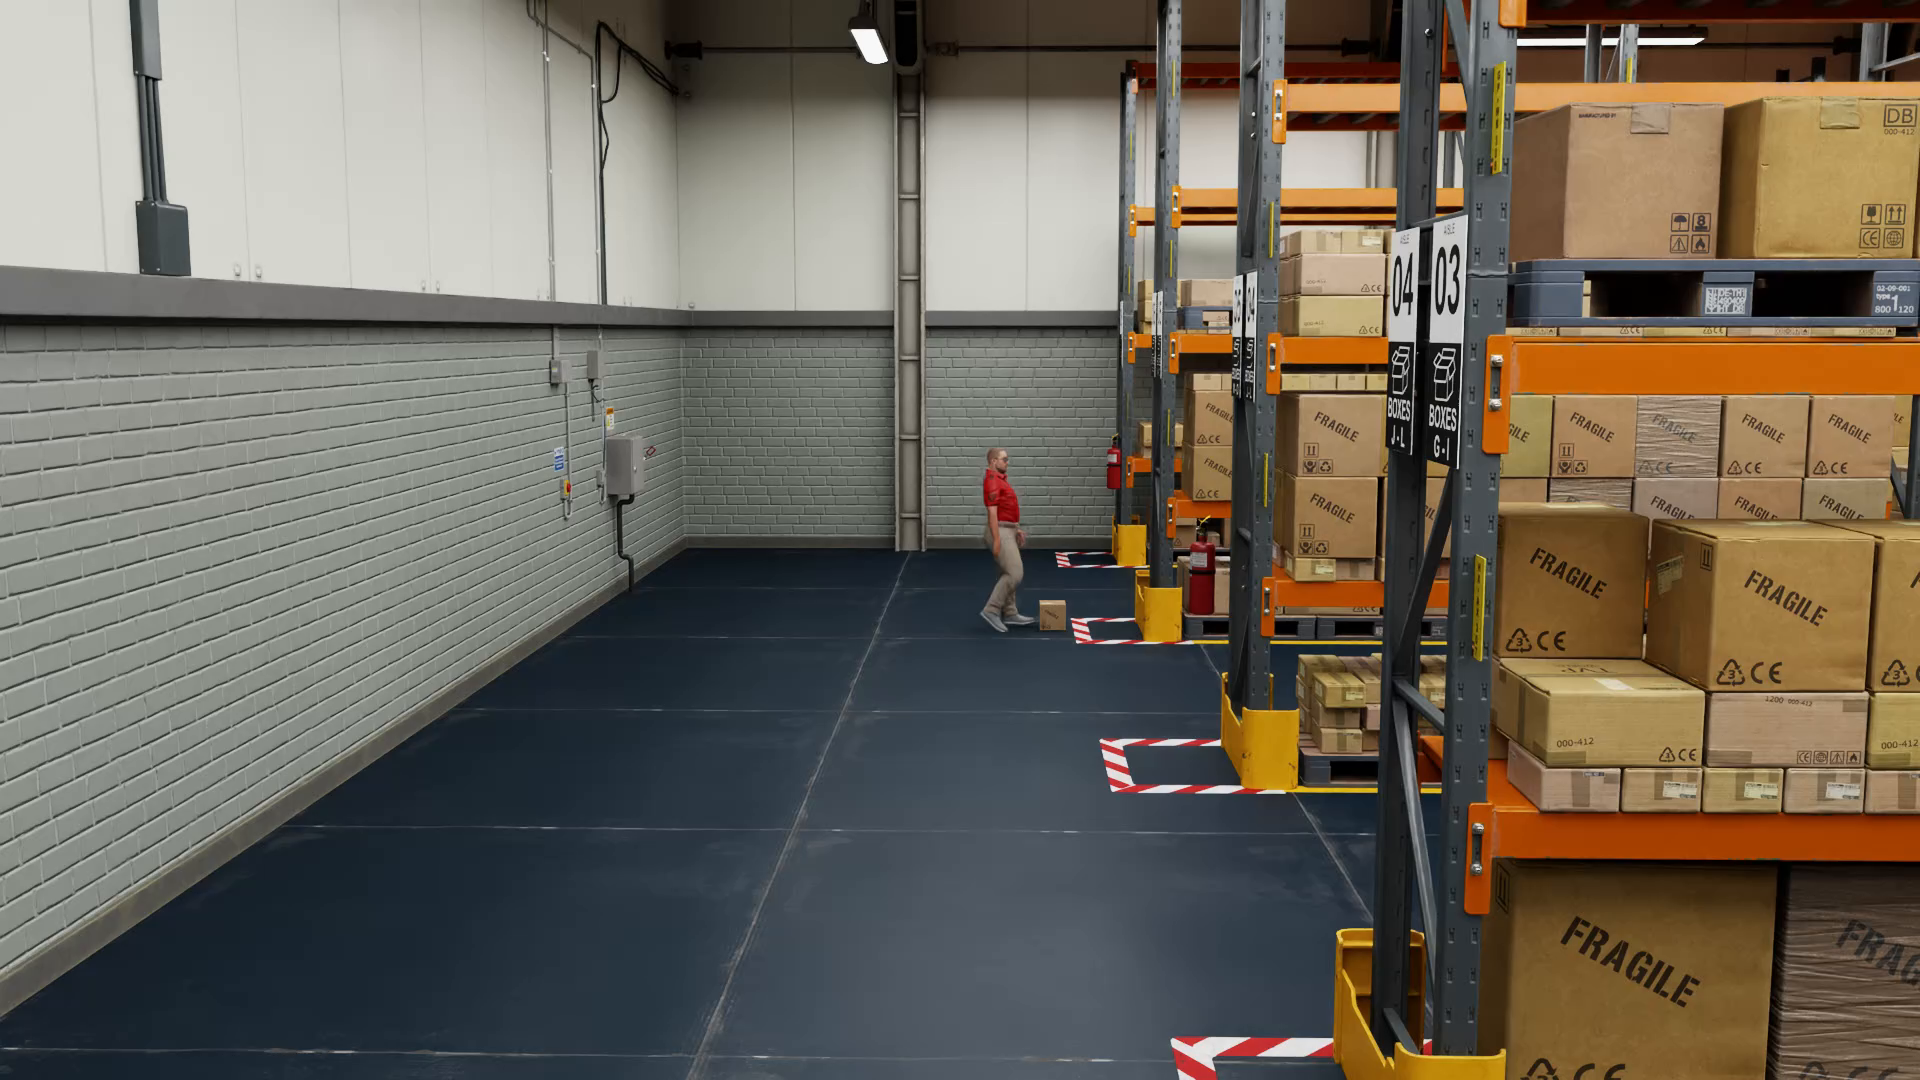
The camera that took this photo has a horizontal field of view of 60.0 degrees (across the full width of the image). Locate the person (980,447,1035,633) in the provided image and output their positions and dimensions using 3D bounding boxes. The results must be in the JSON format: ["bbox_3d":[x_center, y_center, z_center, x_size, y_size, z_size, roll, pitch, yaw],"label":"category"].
[{"bbox_3d":[0.459,-0.005,15.910,0.537,1.762,0.560,0,7,1],"label":"person"}]
